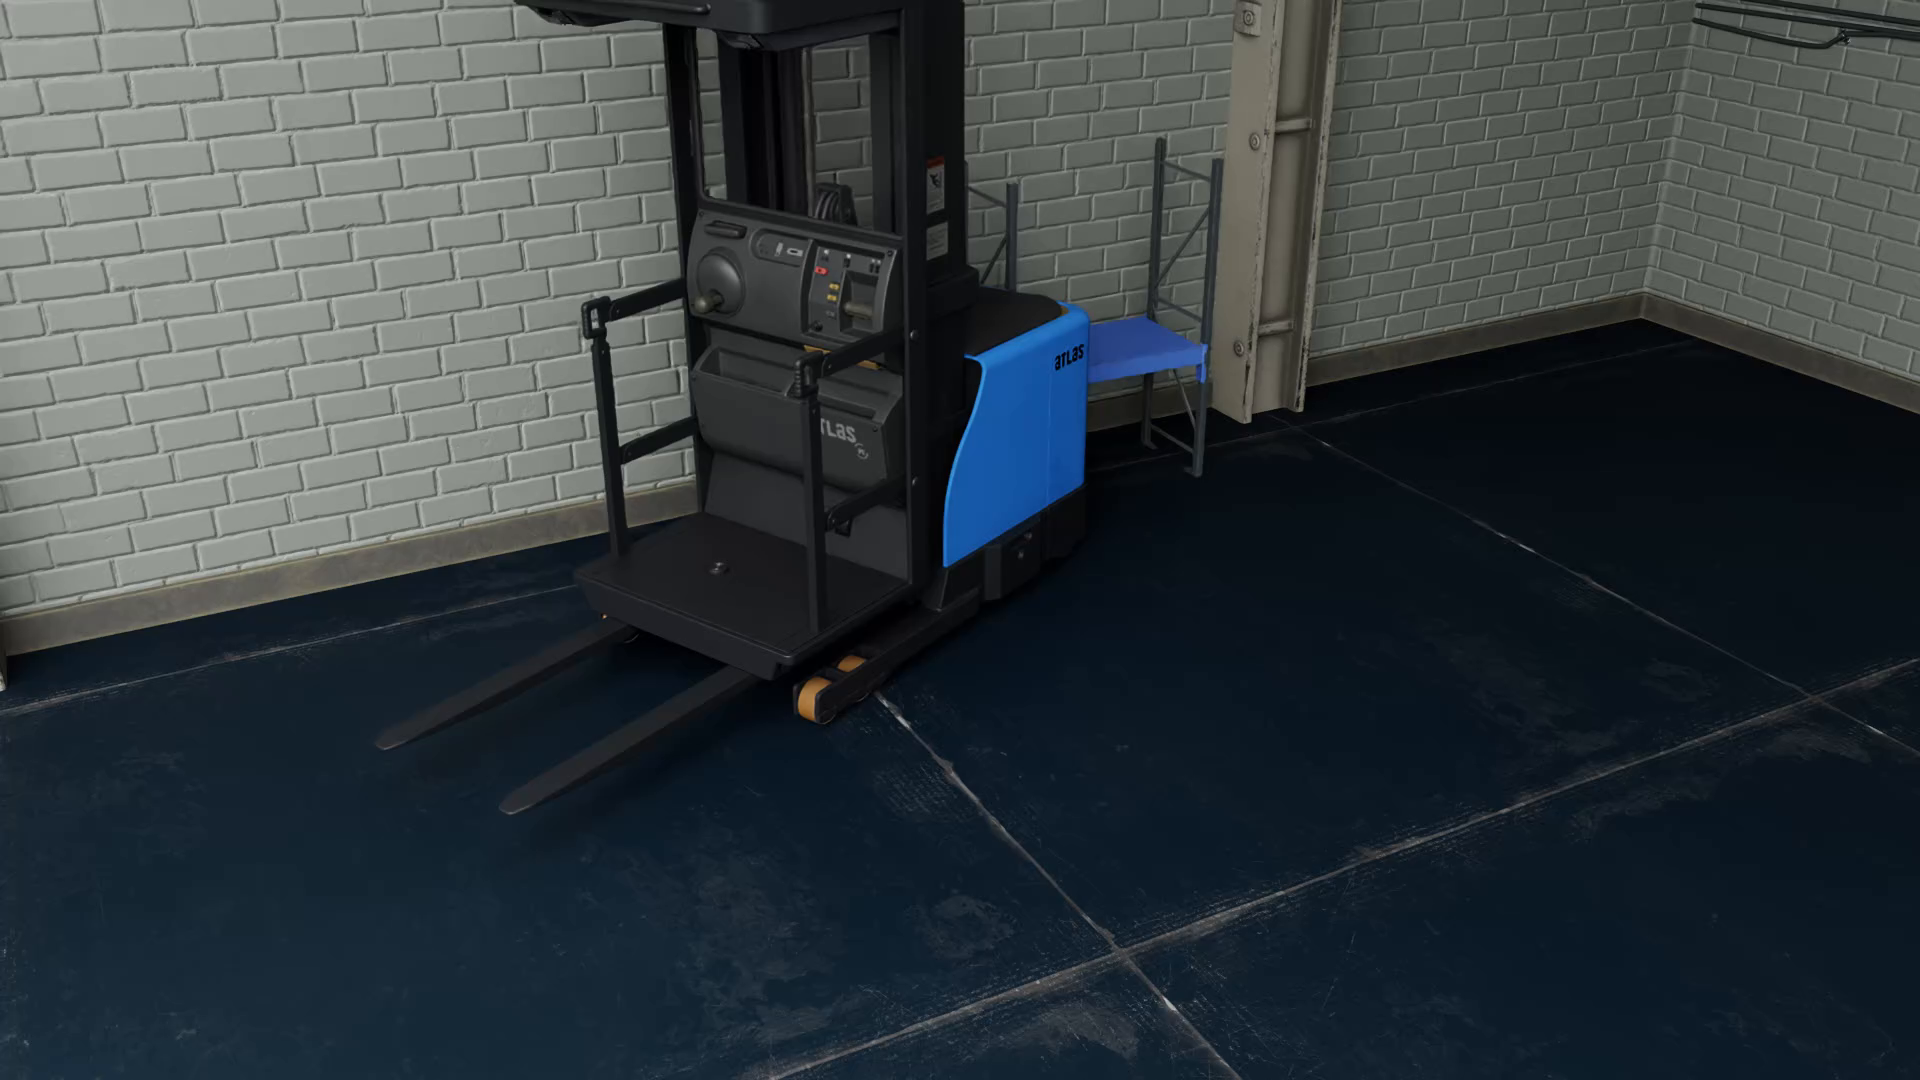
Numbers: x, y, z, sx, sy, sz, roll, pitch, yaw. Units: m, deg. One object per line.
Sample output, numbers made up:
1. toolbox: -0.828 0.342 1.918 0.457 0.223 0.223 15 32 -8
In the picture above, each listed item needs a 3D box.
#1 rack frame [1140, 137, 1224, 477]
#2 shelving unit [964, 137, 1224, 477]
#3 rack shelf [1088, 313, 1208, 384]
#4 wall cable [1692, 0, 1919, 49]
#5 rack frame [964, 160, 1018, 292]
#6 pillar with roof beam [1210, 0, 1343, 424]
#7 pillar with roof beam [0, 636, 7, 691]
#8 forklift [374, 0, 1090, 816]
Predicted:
1. rack frame: 1.022 -1.073 7.752 0.032 1.500 0.500 -12 28 -24
2. shelving unit: 0.568 -0.974 7.547 1.048 1.500 0.538 -12 28 -24
3. rack shelf: 0.568 -0.812 7.625 1.000 0.185 0.538 -12 28 -24
4. wall cable: 4.768 -3.444 7.613 0.112 2.526 3.097 -13 29 -25
5. rack frame: 0.113 -0.876 7.342 0.032 1.500 0.500 -12 28 -24
6. pillar with roof beam: 3.572 -3.105 3.319 0.400 9.000 9.100 -13 29 -25
7. pillar with roof beam: -1.722 -1.882 0.774 0.400 9.000 9.100 -13 29 -25
8. forklift: -0.731 -0.907 5.752 1.130 2.935 3.031 18 31 32
